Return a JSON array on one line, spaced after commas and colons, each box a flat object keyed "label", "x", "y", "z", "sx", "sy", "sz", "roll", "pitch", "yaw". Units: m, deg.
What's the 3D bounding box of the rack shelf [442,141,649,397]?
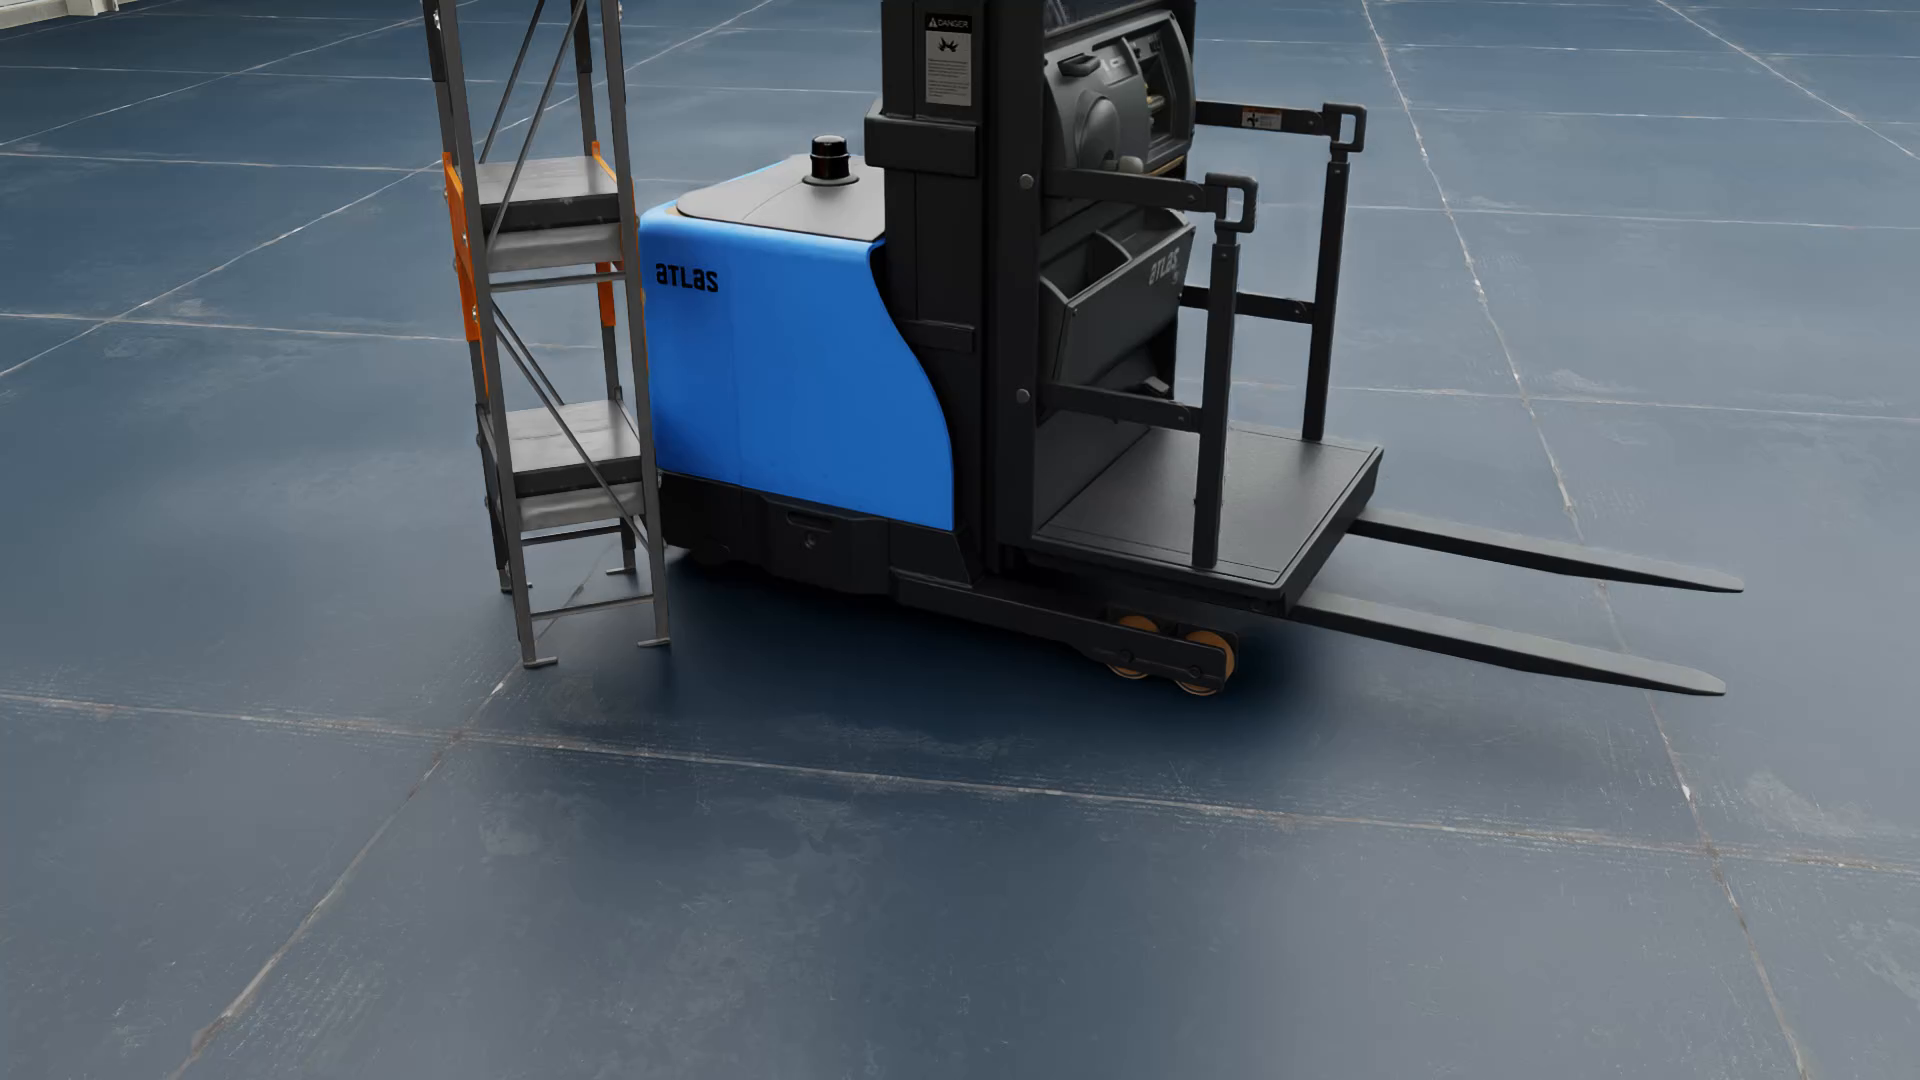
[{"label": "rack shelf", "x": -1.085, "y": -0.721, "z": 4.346, "sx": 0.431, "sy": 0.518, "sz": 0.480, "roll": -9, "pitch": 27, "yaw": -19}]

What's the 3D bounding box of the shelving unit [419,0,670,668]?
[{"label": "shelving unit", "x": -1.085, "y": -0.733, "z": 4.340, "sx": 0.431, "sy": 2.100, "sz": 0.503, "roll": -9, "pitch": 27, "yaw": -19}]

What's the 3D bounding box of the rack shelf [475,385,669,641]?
[{"label": "rack shelf", "x": -1.085, "y": -0.087, "z": 4.642, "sx": 0.431, "sy": 0.518, "sz": 0.480, "roll": -9, "pitch": 27, "yaw": -19}]

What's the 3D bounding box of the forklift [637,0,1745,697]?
[{"label": "forklift", "x": 0.613, "y": -1.175, "z": 4.304, "sx": 3.031, "sy": 2.935, "sz": 1.130, "roll": 12, "pitch": 28, "yaw": 24}]

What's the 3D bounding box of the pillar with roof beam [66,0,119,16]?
[{"label": "pillar with roof beam", "x": -4.248, "y": -8.944, "z": 13.743, "sx": 9.100, "sy": 9.000, "sz": 0.400, "roll": 4, "pitch": 25, "yaw": 9}]

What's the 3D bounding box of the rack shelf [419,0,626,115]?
[{"label": "rack shelf", "x": -1.085, "y": -1.355, "z": 4.049, "sx": 0.431, "sy": 0.518, "sz": 0.480, "roll": -9, "pitch": 27, "yaw": -19}]

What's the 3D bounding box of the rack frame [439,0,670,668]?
[{"label": "rack frame", "x": -0.997, "y": -0.637, "z": 4.134, "sx": 0.400, "sy": 2.100, "sz": 0.015, "roll": -9, "pitch": 27, "yaw": -19}]

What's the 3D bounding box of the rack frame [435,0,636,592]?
[{"label": "rack frame", "x": -1.172, "y": -0.830, "z": 4.546, "sx": 0.400, "sy": 2.100, "sz": 0.015, "roll": -9, "pitch": 27, "yaw": -19}]
